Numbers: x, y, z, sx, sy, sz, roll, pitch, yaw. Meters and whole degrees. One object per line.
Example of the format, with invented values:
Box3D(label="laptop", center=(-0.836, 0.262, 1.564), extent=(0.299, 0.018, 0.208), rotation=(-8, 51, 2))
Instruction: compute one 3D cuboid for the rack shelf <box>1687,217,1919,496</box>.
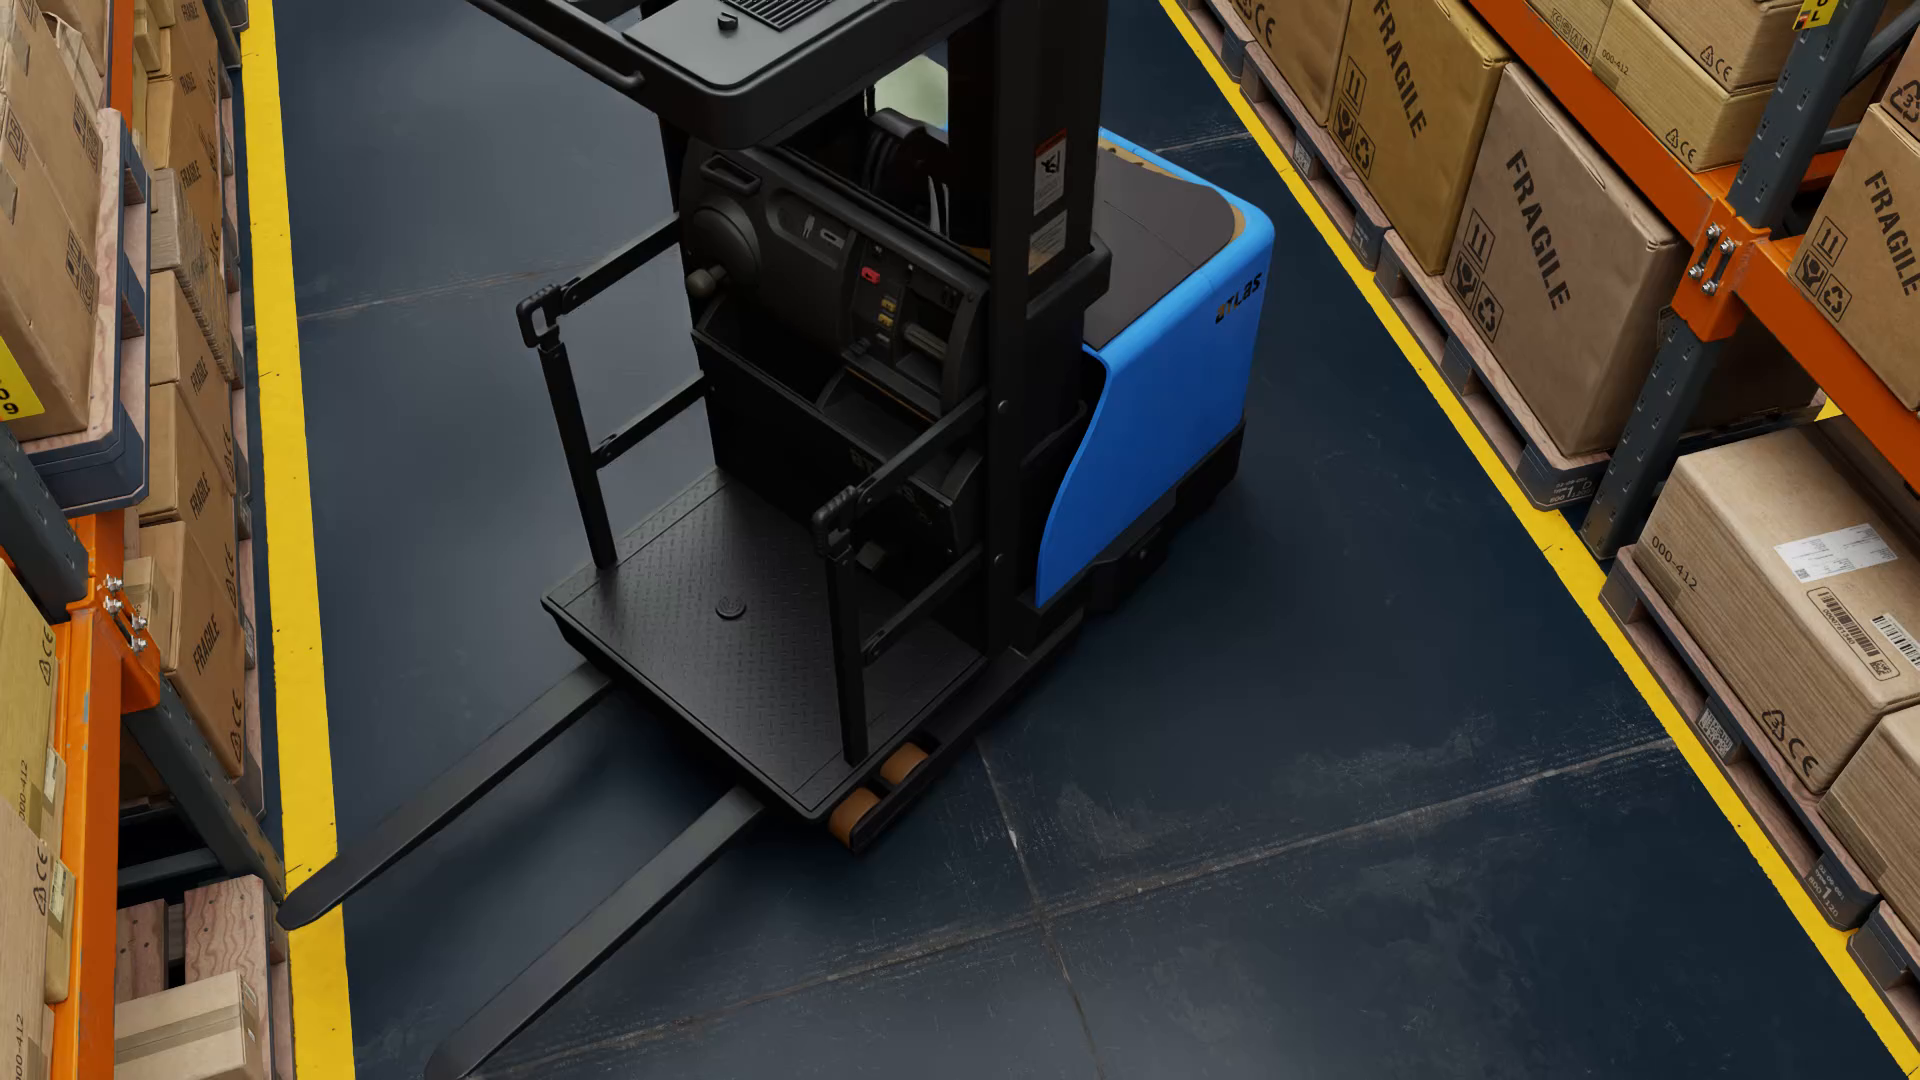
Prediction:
Box3D(label="rack shelf", center=(3.042, 0.639, 3.220), extent=(1.077, 0.370, 4.000), rotation=(-13, 51, -11))

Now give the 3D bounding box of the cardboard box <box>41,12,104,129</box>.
Box3D(label="cardboard box", center=(-2.335, -1.122, 4.047), extent=(0.396, 0.266, 0.258), rotation=(-11, 51, -9))

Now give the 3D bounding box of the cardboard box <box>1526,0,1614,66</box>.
Box3D(label="cardboard box", center=(1.927, -1.648, 4.775), extent=(0.500, 0.250, 0.500), rotation=(-14, 51, -11))

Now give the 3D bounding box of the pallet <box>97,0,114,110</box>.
Box3D(label="pallet", center=(-2.894, -1.369, 4.568), extent=(1.003, 0.211, 1.213), rotation=(-13, 51, -11))

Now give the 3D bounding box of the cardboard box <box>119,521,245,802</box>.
Box3D(label="cardboard box", center=(-2.218, 0.338, 4.364), extent=(0.500, 0.500, 0.500), rotation=(-11, 51, -9))

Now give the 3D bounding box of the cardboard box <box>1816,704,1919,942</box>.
Box3D(label="cardboard box", center=(2.799, 0.774, 4.037), extent=(0.875, 0.438, 0.875), rotation=(-15, 51, -12))

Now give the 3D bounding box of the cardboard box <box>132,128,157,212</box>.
Box3D(label="cardboard box", center=(-2.720, -1.110, 5.160), extent=(0.380, 0.149, 0.250), rotation=(-16, 52, -13))

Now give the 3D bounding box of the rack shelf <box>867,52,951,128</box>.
Box3D(label="rack shelf", center=(-0.046, -1.345, 5.829), extent=(0.431, 0.370, 0.720), rotation=(-35, 58, -26))

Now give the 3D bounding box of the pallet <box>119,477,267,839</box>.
Box3D(label="pallet", center=(-2.567, 0.385, 4.788), extent=(1.003, 0.211, 1.213), rotation=(-13, 51, -11))

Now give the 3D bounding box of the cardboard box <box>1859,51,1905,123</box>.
Box3D(label="cardboard box", center=(2.572, -1.386, 4.555), extent=(0.500, 0.250, 0.500), rotation=(-14, 51, -12))

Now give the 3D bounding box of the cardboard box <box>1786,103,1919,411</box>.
Box3D(label="cardboard box", center=(2.339, -0.684, 3.799), extent=(0.500, 0.500, 0.500), rotation=(-12, 51, -10))

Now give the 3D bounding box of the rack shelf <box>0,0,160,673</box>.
Box3D(label="rack shelf", center=(-2.882, -1.157, 4.734), extent=(1.077, 0.370, 4.000), rotation=(-13, 51, -11))

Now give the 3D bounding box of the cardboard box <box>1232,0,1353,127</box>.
Box3D(label="cardboard box", center=(1.652, -2.250, 6.300), extent=(0.875, 0.875, 0.875), rotation=(-13, 51, -11))

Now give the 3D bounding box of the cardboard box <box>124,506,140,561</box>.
Box3D(label="cardboard box", center=(-2.298, 0.026, 4.202), extent=(0.380, 0.149, 0.250), rotation=(-15, 51, -12))

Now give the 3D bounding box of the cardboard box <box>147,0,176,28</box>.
Box3D(label="cardboard box", center=(-2.975, -1.893, 5.820), extent=(0.380, 0.149, 0.250), rotation=(-16, 52, -13))

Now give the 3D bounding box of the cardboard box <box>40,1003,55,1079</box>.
Box3D(label="cardboard box", center=(-1.705, 0.896, 2.697), extent=(0.380, 0.149, 0.250), rotation=(-12, 51, -10))

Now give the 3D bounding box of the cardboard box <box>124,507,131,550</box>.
Box3D(label="cardboard box", center=(-2.265, -0.064, 4.084), extent=(0.380, 0.149, 0.250), rotation=(-16, 52, -13))

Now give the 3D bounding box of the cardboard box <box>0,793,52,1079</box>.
Box3D(label="cardboard box", center=(-1.744, 0.703, 2.599), extent=(0.500, 0.250, 0.500), rotation=(-13, 51, -11))

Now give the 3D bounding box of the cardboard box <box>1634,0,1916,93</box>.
Box3D(label="cardboard box", center=(2.088, -1.433, 4.268), extent=(0.500, 0.250, 0.500), rotation=(-13, 51, -11))

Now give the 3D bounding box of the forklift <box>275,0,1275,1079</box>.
Box3D(label="forklift", center=(-0.461, -0.552, 3.798), extent=(1.130, 2.935, 3.031), rotation=(34, 58, 25))

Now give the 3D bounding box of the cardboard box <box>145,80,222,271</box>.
Box3D(label="cardboard box", center=(-2.847, -1.170, 5.635), extent=(0.500, 0.500, 0.500), rotation=(-11, 51, -9))

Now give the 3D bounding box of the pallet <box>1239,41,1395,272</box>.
Box3D(label="pallet", center=(1.786, -1.594, 6.456), extent=(1.003, 0.211, 1.213), rotation=(-13, 51, -11))

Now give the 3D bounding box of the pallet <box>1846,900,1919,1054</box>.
Box3D(label="pallet", center=(2.965, 1.311, 4.007), extent=(1.003, 0.211, 1.213), rotation=(-13, 51, -11))

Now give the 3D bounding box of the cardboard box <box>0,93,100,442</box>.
Box3D(label="cardboard box", center=(-2.220, -0.500, 3.369), extent=(0.700, 0.500, 0.500), rotation=(-12, 51, -10))

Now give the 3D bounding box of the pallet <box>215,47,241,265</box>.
Box3D(label="pallet", center=(-3.289, -1.397, 6.290), extent=(1.003, 0.211, 1.213), rotation=(-13, 51, -11))

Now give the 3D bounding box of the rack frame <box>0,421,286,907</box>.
Box3D(label="rack frame", center=(-2.290, 0.072, 3.228), extent=(1.000, 3.000, 0.127), rotation=(-13, 51, -11))

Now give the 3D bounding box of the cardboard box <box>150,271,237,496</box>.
Box3D(label="cardboard box", center=(-2.529, -0.414, 4.998), extent=(0.500, 0.500, 0.500), rotation=(-15, 51, -12))

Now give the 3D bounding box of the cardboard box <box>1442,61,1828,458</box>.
Box3D(label="cardboard box", center=(2.191, -0.939, 5.194), extent=(0.875, 0.875, 0.875), rotation=(-12, 51, -10))

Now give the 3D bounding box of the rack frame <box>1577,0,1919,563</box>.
Box3D(label="rack frame", center=(2.450, -1.053, 4.176), extent=(1.000, 3.000, 0.127), rotation=(-13, 51, -11))

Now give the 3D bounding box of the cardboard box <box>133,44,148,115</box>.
Box3D(label="cardboard box", center=(-2.904, -1.487, 5.478), extent=(0.380, 0.149, 0.250), rotation=(-12, 51, -10))

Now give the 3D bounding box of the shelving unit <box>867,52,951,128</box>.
Box3D(label="shelving unit", center=(-0.046, -1.555, 5.580), extent=(0.431, 1.500, 0.755), rotation=(-35, 58, -26))

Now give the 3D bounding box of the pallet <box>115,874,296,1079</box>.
Box3D(label="pallet", center=(-2.088, 1.472, 3.871), extent=(1.003, 0.211, 1.213), rotation=(-13, 51, -11))

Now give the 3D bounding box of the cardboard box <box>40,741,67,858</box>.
Box3D(label="cardboard box", center=(-1.857, 0.514, 3.019), extent=(0.380, 0.149, 0.250), rotation=(-12, 51, -10))

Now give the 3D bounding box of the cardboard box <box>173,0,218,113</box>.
Box3D(label="cardboard box", center=(-3.143, -1.919, 6.266), extent=(0.500, 0.500, 0.500), rotation=(-12, 51, -10))

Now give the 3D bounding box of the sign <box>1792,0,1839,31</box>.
Box3D(label="sign", center=(1.935, -1.271, 3.654), extent=(0.100, 0.325, 0.005), rotation=(-13, 51, -11))
